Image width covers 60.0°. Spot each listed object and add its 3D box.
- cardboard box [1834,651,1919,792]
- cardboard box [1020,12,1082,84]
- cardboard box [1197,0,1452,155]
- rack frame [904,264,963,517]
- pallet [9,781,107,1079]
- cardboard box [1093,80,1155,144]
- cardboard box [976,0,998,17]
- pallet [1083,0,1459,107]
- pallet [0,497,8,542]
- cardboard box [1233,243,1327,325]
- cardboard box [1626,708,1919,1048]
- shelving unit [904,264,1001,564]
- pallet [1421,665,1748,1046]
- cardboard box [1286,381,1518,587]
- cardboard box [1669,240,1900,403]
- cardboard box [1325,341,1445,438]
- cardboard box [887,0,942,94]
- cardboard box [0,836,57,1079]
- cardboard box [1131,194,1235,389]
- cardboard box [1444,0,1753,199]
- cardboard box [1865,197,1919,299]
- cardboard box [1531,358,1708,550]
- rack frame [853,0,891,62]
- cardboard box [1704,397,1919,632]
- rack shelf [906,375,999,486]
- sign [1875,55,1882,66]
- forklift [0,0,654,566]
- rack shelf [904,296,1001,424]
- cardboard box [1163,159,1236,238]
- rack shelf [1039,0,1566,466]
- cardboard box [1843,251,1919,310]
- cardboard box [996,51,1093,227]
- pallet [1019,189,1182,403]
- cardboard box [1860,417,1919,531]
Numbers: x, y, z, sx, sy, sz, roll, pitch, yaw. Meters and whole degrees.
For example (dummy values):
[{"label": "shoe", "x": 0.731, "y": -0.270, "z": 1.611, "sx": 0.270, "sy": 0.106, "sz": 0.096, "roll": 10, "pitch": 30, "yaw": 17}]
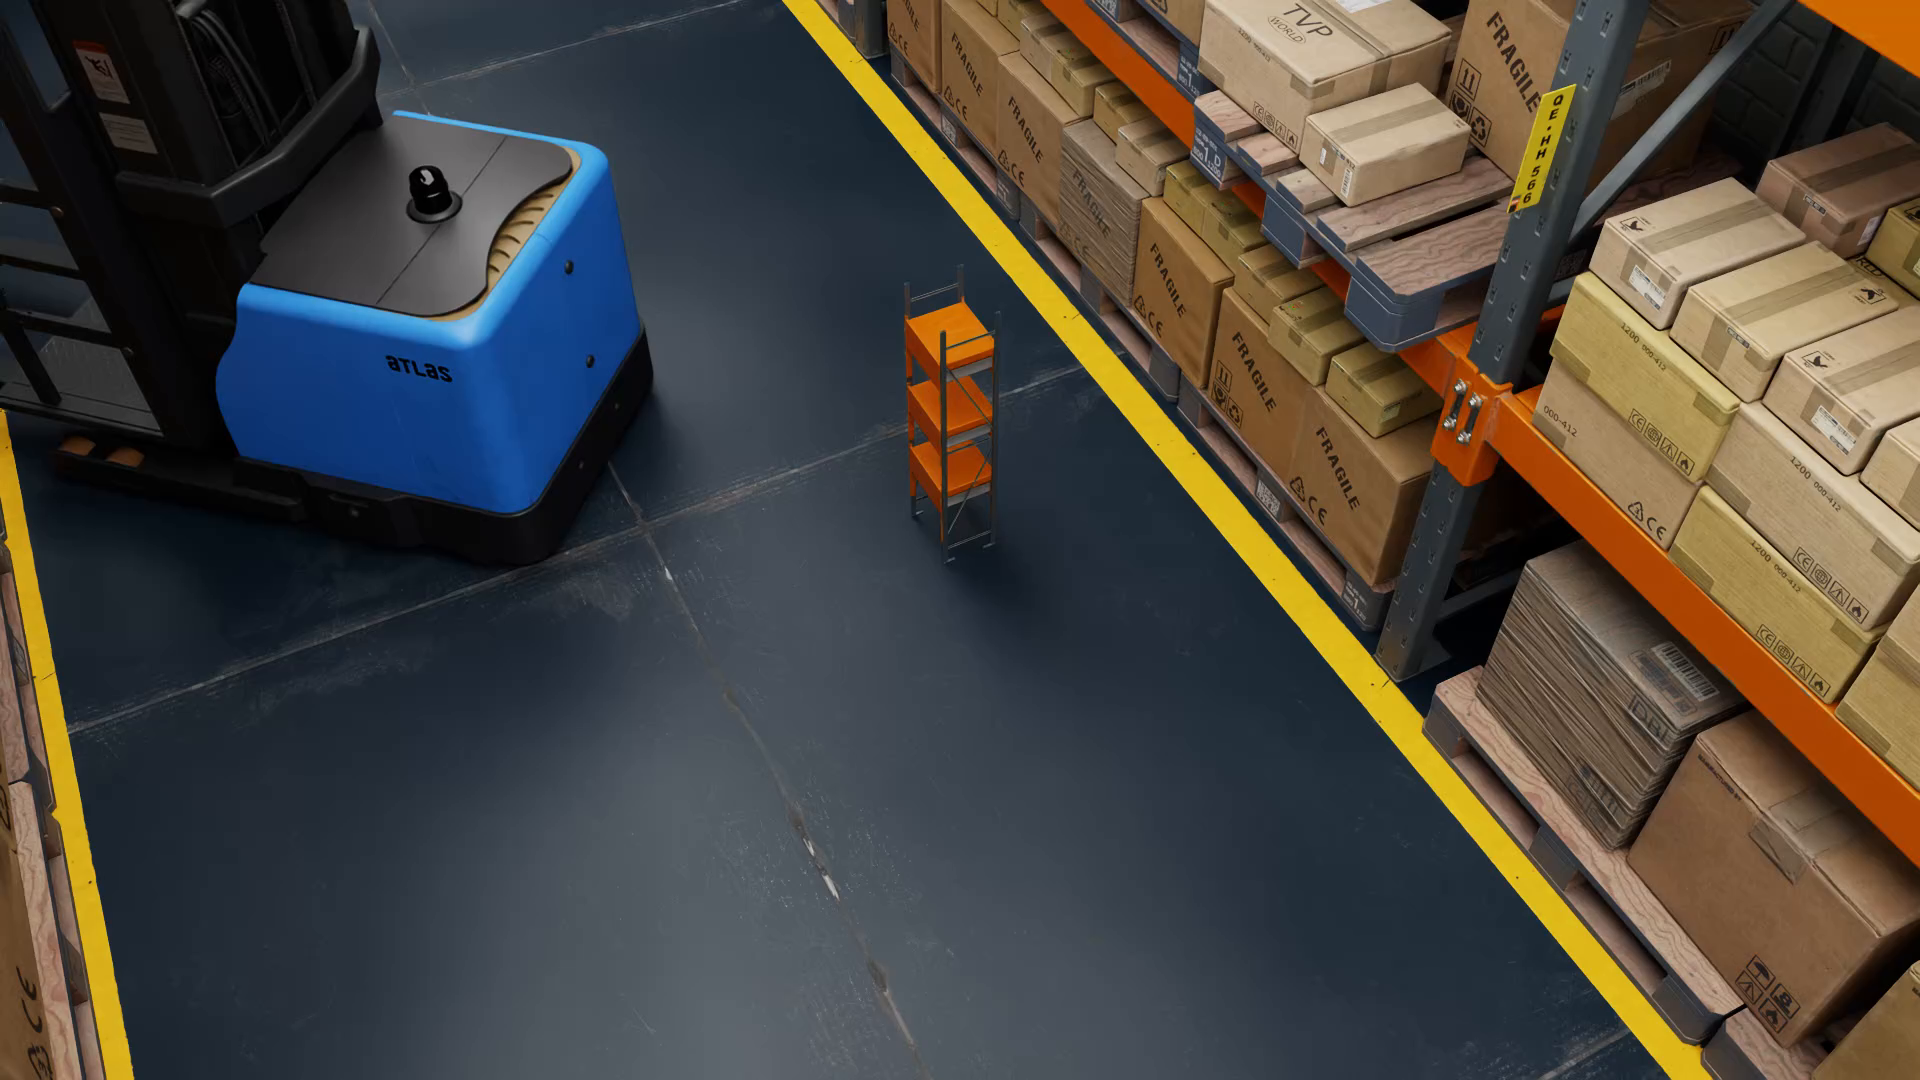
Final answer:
[{"label": "cardboard box", "x": 2.270, "y": 0.377, "z": 3.527, "sx": 0.500, "sy": 0.250, "sz": 0.500, "roll": -23, "pitch": 53, "yaw": -19}, {"label": "cardboard box", "x": 0.455, "y": -1.923, "z": 6.390, "sx": 0.380, "sy": 0.149, "sz": 0.250, "roll": -21, "pitch": 52, "yaw": -18}, {"label": "cardboard box", "x": 1.046, "y": -1.418, "z": 4.818, "sx": 0.500, "sy": 0.250, "sz": 0.500, "roll": -23, "pitch": 53, "yaw": -19}, {"label": "rack frame", "x": -0.080, "y": -0.463, "z": 5.458, "sx": 0.200, "sy": 1.050, "sz": 0.008, "roll": -21, "pitch": 52, "yaw": -18}, {"label": "pallet", "x": -2.889, "y": 1.343, "z": 4.436, "sx": 1.003, "sy": 0.211, "sz": 1.213, "roll": -21, "pitch": 52, "yaw": -18}, {"label": "cardboard box", "x": 0.716, "y": -1.585, "z": 6.095, "sx": 0.380, "sy": 0.149, "sz": 0.250, "roll": -21, "pitch": 52, "yaw": -17}, {"label": "cardboard box", "x": 0.236, "y": -2.282, "z": 6.704, "sx": 0.380, "sy": 0.149, "sz": 0.250, "roll": -24, "pitch": 53, "yaw": -19}, {"label": "pallet", "x": 0.922, "y": -1.971, "z": 5.608, "sx": 1.003, "sy": 0.211, "sz": 1.213, "roll": -21, "pitch": 52, "yaw": -18}, {"label": "pallet", "x": -4.006, "y": -0.291, "z": 5.864, "sx": 1.003, "sy": 0.211, "sz": 1.213, "roll": -21, "pitch": 52, "yaw": -18}, {"label": "cardboard box", "x": 1.131, "y": -0.870, "z": 5.469, "sx": 0.380, "sy": 0.149, "sz": 0.250, "roll": -23, "pitch": 53, "yaw": -19}, {"label": "cardboard box", "x": 2.395, "y": 0.766, "z": 4.386, "sx": 0.875, "sy": 0.625, "sz": 0.625, "roll": -20, "pitch": 52, "yaw": -16}, {"label": "shelving unit", "x": -0.025, "y": -0.381, "z": 5.386, "sx": 0.215, "sy": 1.050, "sz": 0.252, "roll": -21, "pitch": 52, "yaw": -18}, {"label": "pallet", "x": 2.158, "y": 0.748, "z": 4.955, "sx": 1.003, "sy": 0.211, "sz": 1.213, "roll": -21, "pitch": 52, "yaw": -18}, {"label": "cardboard box", "x": 1.432, "y": -0.258, "z": 5.365, "sx": 0.500, "sy": 0.500, "sz": 0.500, "roll": -20, "pitch": 52, "yaw": -16}, {"label": "cardboard box", "x": 1.823, "y": -0.488, "z": 3.686, "sx": 0.380, "sy": 0.149, "sz": 0.250, "roll": -20, "pitch": 52, "yaw": -17}, {"label": "cardboard box", "x": 1.365, "y": -0.506, "z": 5.151, "sx": 0.380, "sy": 0.149, "sz": 0.250, "roll": -24, "pitch": 53, "yaw": -19}, {"label": "cardboard box", "x": 0.007, "y": -2.325, "z": 7.173, "sx": 0.500, "sy": 0.500, "sz": 0.500, "roll": -19, "pitch": 52, "yaw": -16}, {"label": "cardboard box", "x": -2.838, "y": 1.048, "z": 3.973, "sx": 0.875, "sy": 0.875, "sz": 0.875, "roll": -22, "pitch": 52, "yaw": -18}, {"label": "cardboard box", "x": 0.970, "y": -0.946, "z": 5.966, "sx": 0.500, "sy": 0.500, "sz": 0.500, "roll": -19, "pitch": 52, "yaw": -16}, {"label": "cardboard box", "x": 1.720, "y": -1.304, "z": 4.552, "sx": 0.500, "sy": 0.500, "sz": 0.500, "roll": -19, "pitch": 51, "yaw": -16}, {"label": "cardboard box", "x": 2.364, "y": -0.696, "z": 3.868, "sx": 0.380, "sy": 0.149, "sz": 0.250, "roll": -20, "pitch": 52, "yaw": -17}, {"label": "cardboard box", "x": 1.802, "y": -0.304, "z": 4.122, "sx": 0.500, "sy": 0.250, "sz": 0.500, "roll": -21, "pitch": 52, "yaw": -17}, {"label": "rack frame", "x": -0.014, "y": -3.411, "z": 6.741, "sx": 1.000, "sy": 3.000, "sz": 0.127, "roll": -21, "pitch": 52, "yaw": -18}, {"label": "cardboard box", "x": 2.030, "y": -0.133, "z": 3.641, "sx": 0.500, "sy": 0.250, "sz": 0.500, "roll": -20, "pitch": 52, "yaw": -16}, {"label": "rack shelf", "x": -0.025, "y": -0.374, "z": 5.394, "sx": 0.215, "sy": 0.259, "sz": 0.240, "roll": -21, "pitch": 52, "yaw": -18}, {"label": "sign", "x": 2.308, "y": -1.309, "z": 4.133, "sx": 0.100, "sy": 0.325, "sz": 0.005, "roll": -21, "pitch": 52, "yaw": -18}, {"label": "forklift", "x": -2.714, "y": -1.506, "z": 5.120, "sx": 3.031, "sy": 2.935, "sz": 1.130, "roll": 12, "pitch": 50, "yaw": 10}, {"label": "rack shelf", "x": -0.025, "y": -0.561, "z": 5.180, "sx": 0.215, "sy": 0.259, "sz": 0.240, "roll": -21, "pitch": 52, "yaw": -18}, {"label": "cardboard box", "x": 0.936, "y": -1.229, "z": 5.783, "sx": 0.380, "sy": 0.149, "sz": 0.250, "roll": -22, "pitch": 52, "yaw": -18}, {"label": "rack shelf", "x": 0.901, "y": -1.836, "z": 5.841, "sx": 1.077, "sy": 0.370, "sz": 4.000, "roll": -21, "pitch": 52, "yaw": -18}, {"label": "cardboard box", "x": 2.269, "y": -0.644, "z": 4.088, "sx": 0.500, "sy": 0.250, "sz": 0.500, "roll": -20, "pitch": 52, "yaw": -17}, {"label": "cardboard box", "x": 0.484, "y": -1.637, "z": 6.570, "sx": 0.500, "sy": 0.500, "sz": 0.500, "roll": -23, "pitch": 53, "yaw": -19}, {"label": "pallet", "x": 0.954, "y": -1.144, "z": 6.611, "sx": 1.003, "sy": 0.211, "sz": 1.213, "roll": -21, "pitch": 52, "yaw": -18}, {"label": "cardboard box", "x": 2.095, "y": -0.154, "z": 3.394, "sx": 0.380, "sy": 0.149, "sz": 0.250, "roll": -21, "pitch": 52, "yaw": -17}]
